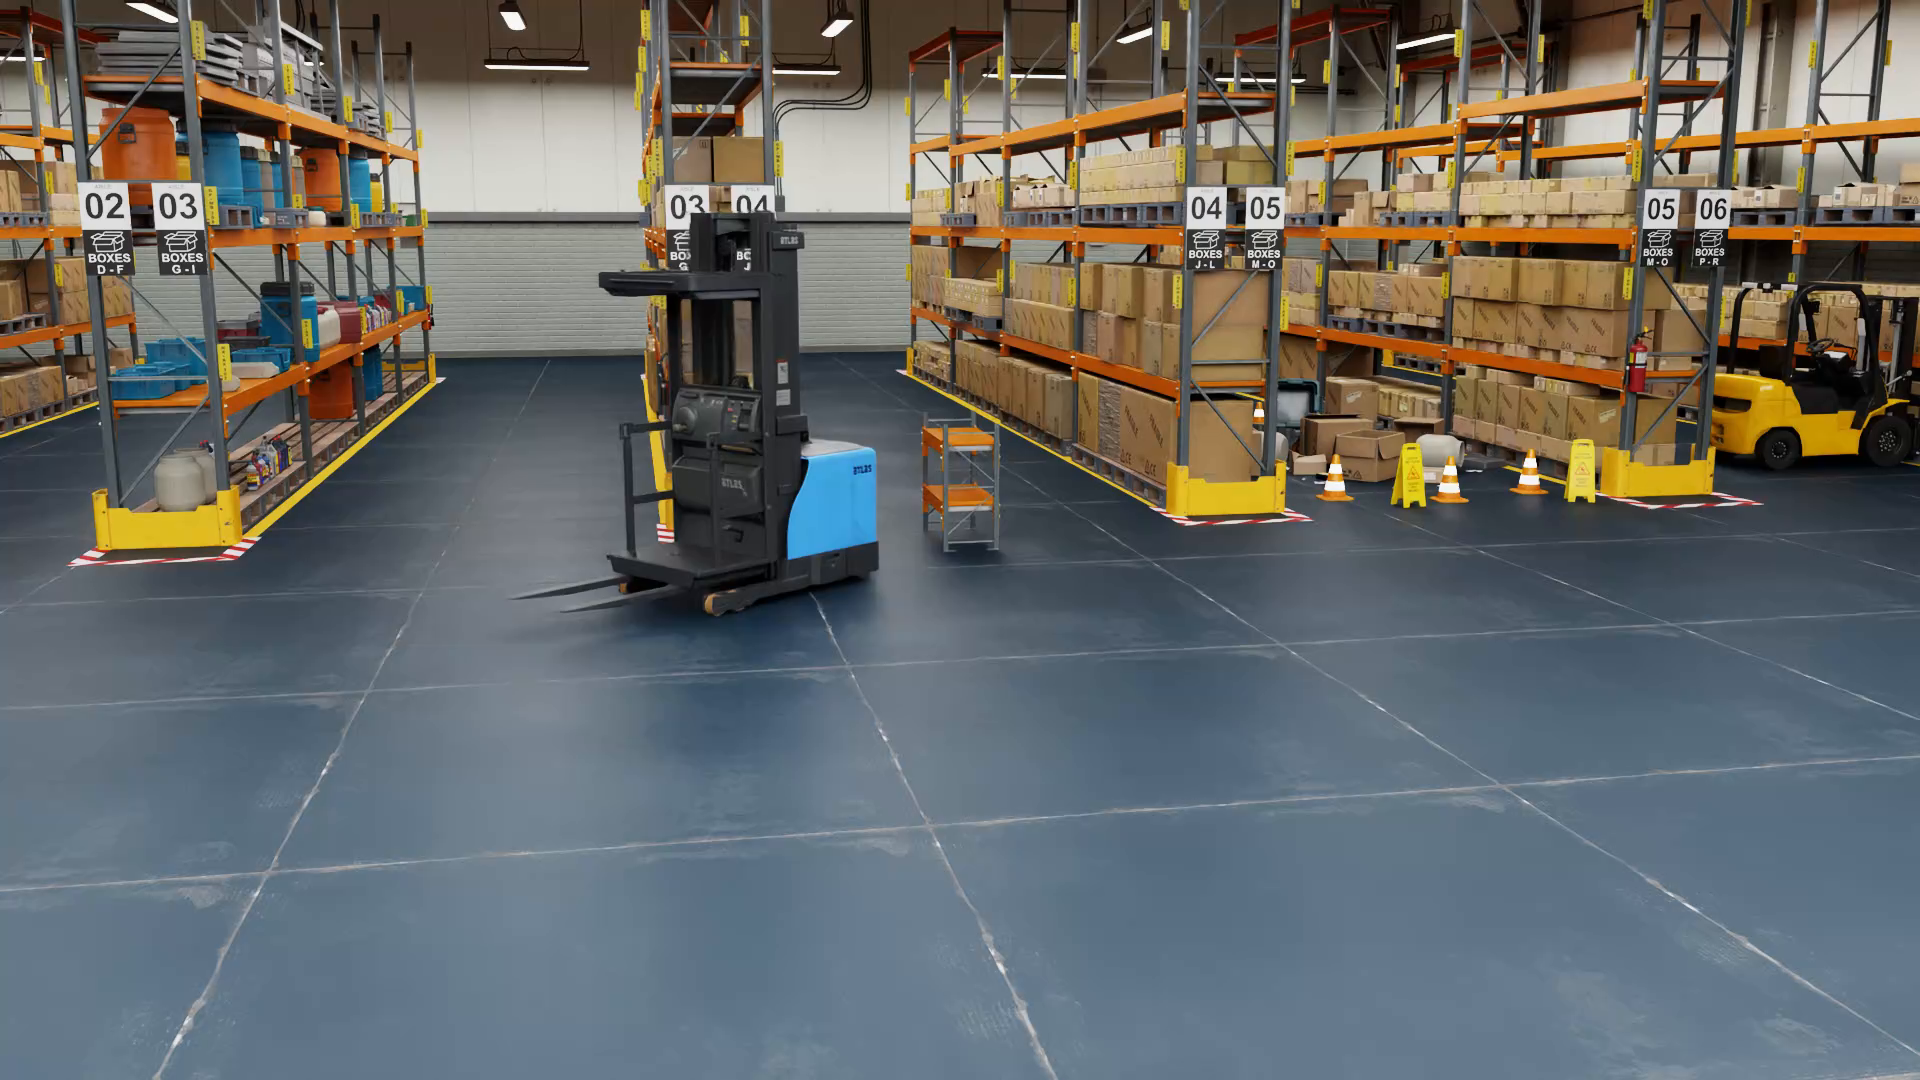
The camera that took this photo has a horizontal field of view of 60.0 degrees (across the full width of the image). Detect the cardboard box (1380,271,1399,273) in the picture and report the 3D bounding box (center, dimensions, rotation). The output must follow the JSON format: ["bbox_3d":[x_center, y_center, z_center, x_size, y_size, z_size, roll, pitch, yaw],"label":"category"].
[{"bbox_3d":[6.420,-3.664,24.290,0.500,0.500,0.500,-2,11,-12],"label":"cardboard box"}]

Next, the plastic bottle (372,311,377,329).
[{"bbox_3d":[-8.775,-3.275,24.765,0.152,0.276,0.135,-2,11,-11],"label":"plastic bottle"}]

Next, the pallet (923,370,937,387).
[{"bbox_3d":[-0.072,-2.941,30.138,1.003,0.211,1.213,-2,11,-11],"label":"pallet"}]

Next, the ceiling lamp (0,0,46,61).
[{"bbox_3d":[-17.950,-10.395,30.186,2.000,3.185,0.800,-2,11,-11],"label":"ceiling lamp"}]

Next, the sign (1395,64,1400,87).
[{"bbox_3d":[6.478,-6.896,24.705,0.100,0.325,0.005,-2,11,-11],"label":"sign"}]

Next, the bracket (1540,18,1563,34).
[{"bbox_3d":[10.519,-9.131,29.532,0.235,0.232,0.430,-2,11,-11],"label":"bracket"}]

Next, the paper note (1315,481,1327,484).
[{"bbox_3d":[4.036,-0.646,18.569,0.144,0.017,0.142,2,11,9],"label":"paper note"}]

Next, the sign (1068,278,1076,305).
[{"bbox_3d":[1.360,-3.006,20.136,0.100,0.325,0.005,-2,11,-11],"label":"sign"}]

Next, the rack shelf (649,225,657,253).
[{"bbox_3d":[-3.384,-3.823,21.214,1.077,0.370,4.000,-2,11,-11],"label":"rack shelf"}]

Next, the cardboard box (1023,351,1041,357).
[{"bbox_3d":[1.215,-2.713,25.040,0.500,0.250,0.500,-3,11,-14],"label":"cardboard box"}]

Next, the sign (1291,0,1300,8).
[{"bbox_3d":[3.214,-5.267,15.933,0.100,0.325,0.005,-2,11,-11],"label":"sign"}]

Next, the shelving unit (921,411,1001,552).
[{"bbox_3d":[-0.001,-0.554,15.151,0.538,1.125,1.048,-2,11,-11],"label":"shelving unit"}]

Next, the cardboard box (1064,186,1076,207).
[{"bbox_3d":[1.596,-4.277,20.685,0.500,0.250,0.500,-2,11,-10],"label":"cardboard box"}]

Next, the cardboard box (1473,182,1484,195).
[{"bbox_3d":[6.546,-4.322,20.451,0.380,0.149,0.250,-2,11,-9],"label":"cardboard box"}]

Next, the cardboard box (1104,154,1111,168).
[{"bbox_3d":[1.828,-4.229,18.572,0.380,0.149,0.250,-2,11,-10],"label":"cardboard box"}]

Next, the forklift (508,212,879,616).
[{"bbox_3d":[-2.002,-0.982,12.569,1.130,2.935,3.031,9,14,39],"label":"forklift"}]

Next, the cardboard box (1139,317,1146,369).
[{"bbox_3d":[2.437,-2.112,17.920,0.875,0.550,0.550,-2,11,-11],"label":"cardboard box"}]

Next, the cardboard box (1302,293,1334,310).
[{"bbox_3d":[5.604,-3.681,25.633,0.500,0.250,0.500,-2,11,-11],"label":"cardboard box"}]

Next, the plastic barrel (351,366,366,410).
[{"bbox_3d":[-8.963,-2.207,24.151,0.600,0.588,0.708,-2,11,-11],"label":"plastic barrel"}]

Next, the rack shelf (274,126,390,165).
[{"bbox_3d":[-9.020,-5.653,23.879,1.077,0.370,4.000,-2,11,-11],"label":"rack shelf"}]

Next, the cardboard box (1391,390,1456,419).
[{"bbox_3d":[6.478,-1.839,22.797,0.950,0.372,0.625,-1,11,-7],"label":"cardboard box"}]

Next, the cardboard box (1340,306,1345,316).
[{"bbox_3d":[5.851,-3.393,24.605,0.380,0.149,0.250,-3,11,-15],"label":"cardboard box"}]

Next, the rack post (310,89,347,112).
[{"bbox_3d":[-8.812,-5.931,22.545,0.954,0.300,0.937,-2,11,-11],"label":"rack post"}]

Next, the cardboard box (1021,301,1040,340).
[{"bbox_3d":[1.134,-3.003,22.736,0.500,0.500,0.500,-2,11,-11],"label":"cardboard box"}]

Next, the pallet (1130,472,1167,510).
[{"bbox_3d":[2.436,-0.538,17.512,1.003,0.211,1.213,-2,11,-11],"label":"pallet"}]

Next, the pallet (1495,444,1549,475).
[{"bbox_3d":[7.132,-0.980,19.836,1.003,0.211,1.213,-2,11,-11],"label":"pallet"}]

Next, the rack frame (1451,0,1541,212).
[{"bbox_3d":[6.726,-5.643,20.833,1.000,3.000,0.127,-2,11,-11],"label":"rack frame"}]

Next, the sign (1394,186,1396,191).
[{"bbox_3d":[8.728,-6.961,33.443,0.100,0.325,0.005,-2,11,-11],"label":"sign"}]

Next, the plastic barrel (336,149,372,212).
[{"bbox_3d":[-8.927,-5.242,24.281,0.600,0.901,0.708,-2,11,-11],"label":"plastic barrel"}]

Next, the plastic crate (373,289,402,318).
[{"bbox_3d":[-9.337,-3.857,27.159,0.402,0.464,0.583,-2,11,-11],"label":"plastic crate"}]

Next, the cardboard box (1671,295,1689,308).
[{"bbox_3d":[10.843,-3.504,24.702,0.500,0.250,0.500,-2,11,-12],"label":"cardboard box"}]

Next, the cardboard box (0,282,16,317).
[{"bbox_3d":[-14.200,-3.480,24.121,0.700,0.500,0.500,0,11,-2],"label":"cardboard box"}]

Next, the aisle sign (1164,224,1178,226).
[{"bbox_3d":[4.093,-6.177,32.728,0.394,0.787,0.004,-2,11,-11],"label":"aisle sign"}]

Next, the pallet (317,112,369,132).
[{"bbox_3d":[-8.741,-5.681,22.603,1.213,0.211,1.003,-2,11,-11],"label":"pallet"}]

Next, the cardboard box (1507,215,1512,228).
[{"bbox_3d":[6.749,-3.792,19.800,0.380,0.149,0.250,-2,11,-13],"label":"cardboard box"}]

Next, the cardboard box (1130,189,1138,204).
[{"bbox_3d":[2.024,-3.651,17.670,0.380,0.149,0.250,-2,11,-11],"label":"cardboard box"}]

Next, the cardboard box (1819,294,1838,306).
[{"bbox_3d":[11.450,-3.130,21.669,0.380,0.149,0.250,-2,11,-10],"label":"cardboard box"}]

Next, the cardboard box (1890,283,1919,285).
[{"bbox_3d":[12.135,-3.205,21.266,0.380,0.149,0.250,-2,11,-12],"label":"cardboard box"}]

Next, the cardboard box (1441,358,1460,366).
[{"bbox_3d":[9.616,-3.592,31.664,0.700,0.500,0.500,-3,11,-13],"label":"cardboard box"}]

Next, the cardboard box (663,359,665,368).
[{"bbox_3d":[-3.070,-1.978,18.292,0.380,0.149,0.250,-2,11,-11],"label":"cardboard box"}]

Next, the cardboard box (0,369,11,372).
[{"bbox_3d":[-14.299,-2.237,24.488,0.500,0.500,0.500,-2,11,-10],"label":"cardboard box"}]

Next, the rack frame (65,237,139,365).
[{"bbox_3d":[-15.047,-4.177,29.174,1.000,3.000,0.127,-2,11,-11],"label":"rack frame"}]

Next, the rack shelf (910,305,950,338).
[{"bbox_3d":[-0.055,-3.978,30.054,1.077,0.370,4.000,-2,11,-11],"label":"rack shelf"}]

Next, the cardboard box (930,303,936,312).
[{"bbox_3d":[-0.326,-4.170,29.806,0.380,0.149,0.250,-2,11,-10],"label":"cardboard box"}]

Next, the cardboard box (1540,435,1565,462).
[{"bbox_3d":[6.990,-1.052,18.985,0.500,0.250,0.500,-2,11,-11],"label":"cardboard box"}]

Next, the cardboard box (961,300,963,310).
[{"bbox_3d":[0.219,-3.720,26.319,0.380,0.149,0.250,-2,11,-12],"label":"cardboard box"}]

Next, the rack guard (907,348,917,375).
[{"bbox_3d":[-0.429,-3.457,32.074,1.175,0.500,0.348,-2,11,-11],"label":"rack guard"}]

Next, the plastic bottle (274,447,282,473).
[{"bbox_3d":[-7.335,-0.866,17.867,0.061,0.283,0.133,-1,11,-7],"label":"plastic bottle"}]

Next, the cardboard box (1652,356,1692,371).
[{"bbox_3d":[7.641,-1.909,17.929,0.380,0.149,0.250,-2,11,-11],"label":"cardboard box"}]

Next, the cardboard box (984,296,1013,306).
[{"bbox_3d":[0.569,-3.534,24.550,0.380,0.149,0.250,-2,11,-10],"label":"cardboard box"}]

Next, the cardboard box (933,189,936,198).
[{"bbox_3d":[-0.272,-6.090,29.199,0.380,0.149,0.250,-2,11,-11],"label":"cardboard box"}]

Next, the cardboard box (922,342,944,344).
[{"bbox_3d":[-0.504,-3.642,31.273,0.380,0.149,0.250,-2,11,-10],"label":"cardboard box"}]
